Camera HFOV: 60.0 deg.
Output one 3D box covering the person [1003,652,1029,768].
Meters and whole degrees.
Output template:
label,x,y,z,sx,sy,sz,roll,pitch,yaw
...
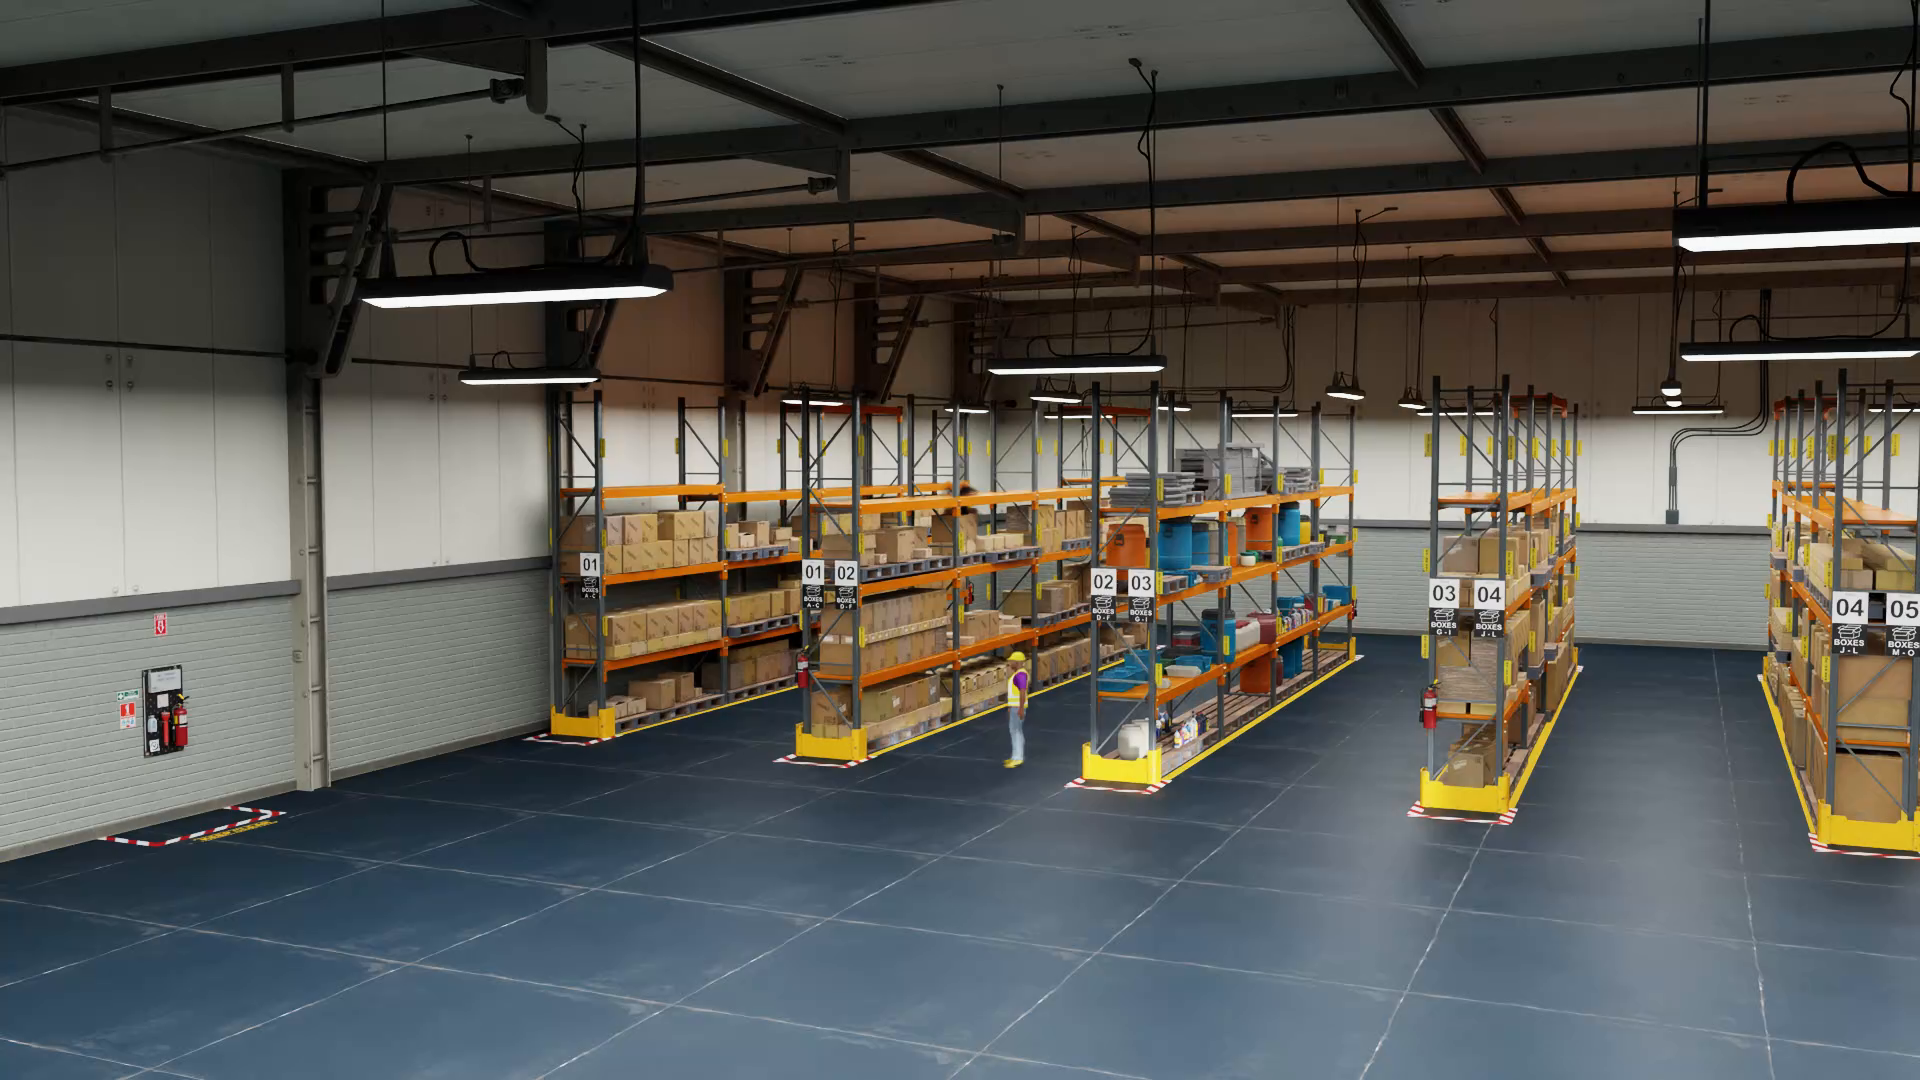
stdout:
label,x,y,z,sx,sy,sz,roll,pitch,yaw
person,0.875,2.669,26.322,0.413,1.793,0.654,0,3,-1
